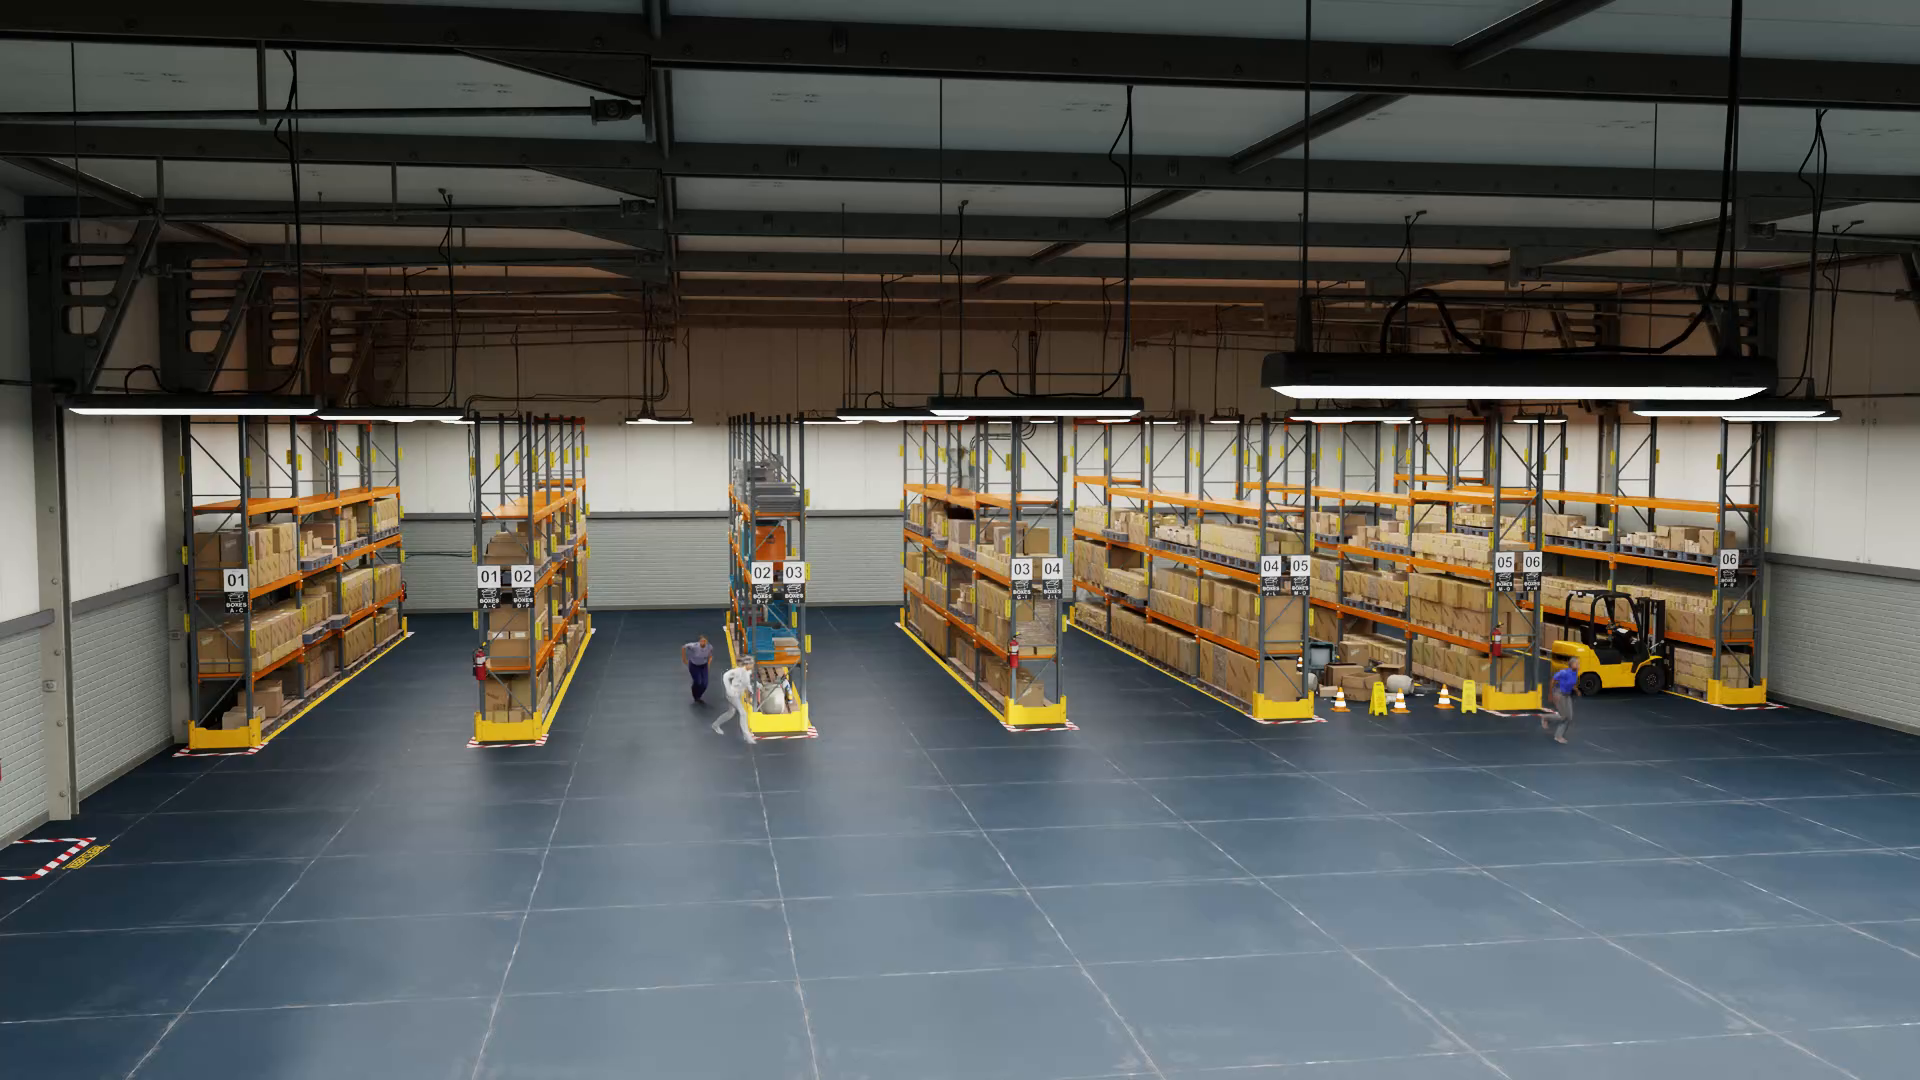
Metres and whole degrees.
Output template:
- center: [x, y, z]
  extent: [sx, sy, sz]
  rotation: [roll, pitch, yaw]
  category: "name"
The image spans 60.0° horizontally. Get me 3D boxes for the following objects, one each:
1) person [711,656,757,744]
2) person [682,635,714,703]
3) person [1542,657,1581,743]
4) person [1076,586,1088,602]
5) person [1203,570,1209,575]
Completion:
- center: [-4.141, 2.894, 30.258]
  extent: [0.968, 1.628, 0.656]
  rotation: [2, 4, 30]
  category: "person"
- center: [-5.404, 2.662, 34.296]
  extent: [0.632, 1.476, 0.793]
  rotation: [-2, 4, -26]
  category: "person"
- center: [10.951, 2.897, 30.277]
  extent: [0.565, 1.592, 0.712]
  rotation: [-3, 5, -41]
  category: "person"
- center: [3.752, 1.478, 50.536]
  extent: [0.584, 1.637, 0.556]
  rotation: [-3, 5, -41]
  category: "person"
- center: [6.687, 1.744, 45.223]
  extent: [0.646, 1.840, 0.886]
  rotation: [-2, 4, -25]
  category: "person"
